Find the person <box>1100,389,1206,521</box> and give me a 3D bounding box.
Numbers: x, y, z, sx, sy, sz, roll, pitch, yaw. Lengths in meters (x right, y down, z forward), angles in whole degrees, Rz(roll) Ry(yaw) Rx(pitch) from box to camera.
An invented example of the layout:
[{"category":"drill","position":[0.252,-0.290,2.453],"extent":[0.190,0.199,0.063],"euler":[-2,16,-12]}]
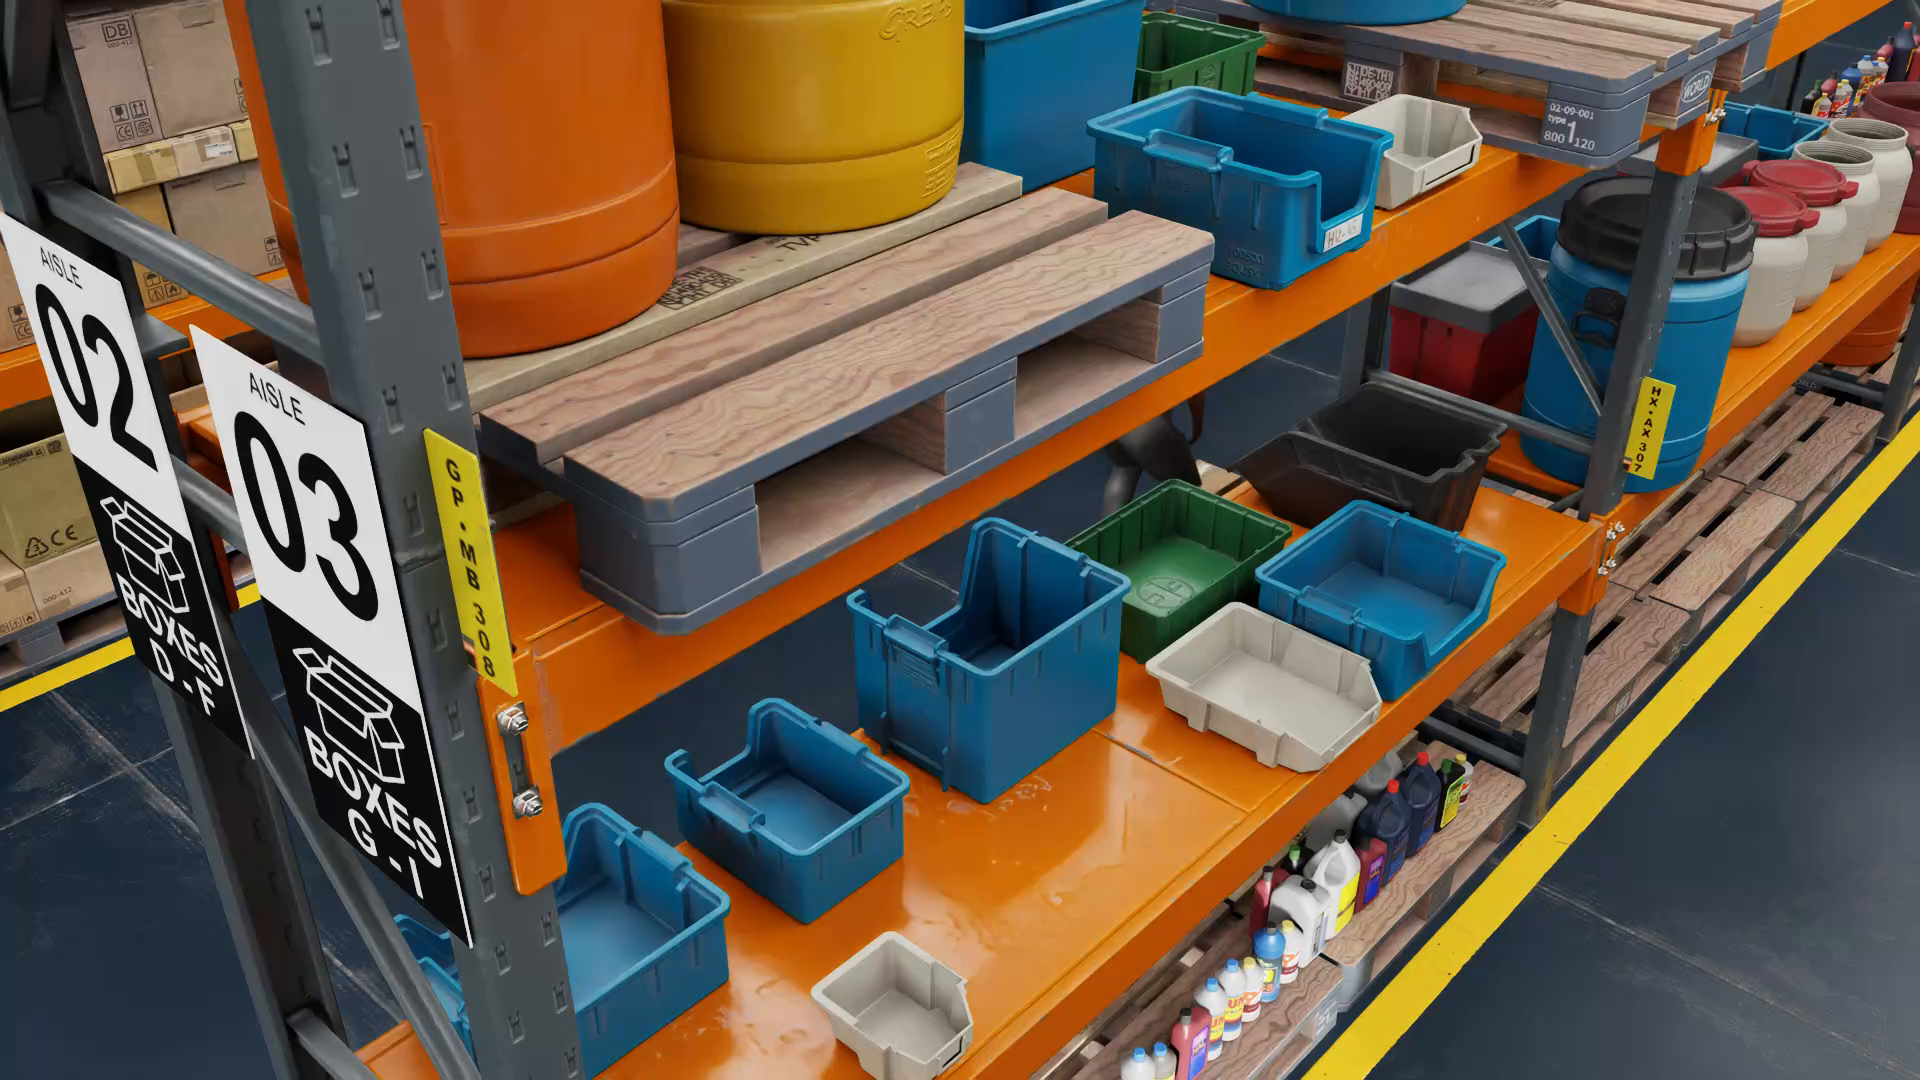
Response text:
[{"category":"person","position":[0.804,-0.530,7.202],"extent":[0.490,1.465,0.556],"euler":[26,40,35]}]
